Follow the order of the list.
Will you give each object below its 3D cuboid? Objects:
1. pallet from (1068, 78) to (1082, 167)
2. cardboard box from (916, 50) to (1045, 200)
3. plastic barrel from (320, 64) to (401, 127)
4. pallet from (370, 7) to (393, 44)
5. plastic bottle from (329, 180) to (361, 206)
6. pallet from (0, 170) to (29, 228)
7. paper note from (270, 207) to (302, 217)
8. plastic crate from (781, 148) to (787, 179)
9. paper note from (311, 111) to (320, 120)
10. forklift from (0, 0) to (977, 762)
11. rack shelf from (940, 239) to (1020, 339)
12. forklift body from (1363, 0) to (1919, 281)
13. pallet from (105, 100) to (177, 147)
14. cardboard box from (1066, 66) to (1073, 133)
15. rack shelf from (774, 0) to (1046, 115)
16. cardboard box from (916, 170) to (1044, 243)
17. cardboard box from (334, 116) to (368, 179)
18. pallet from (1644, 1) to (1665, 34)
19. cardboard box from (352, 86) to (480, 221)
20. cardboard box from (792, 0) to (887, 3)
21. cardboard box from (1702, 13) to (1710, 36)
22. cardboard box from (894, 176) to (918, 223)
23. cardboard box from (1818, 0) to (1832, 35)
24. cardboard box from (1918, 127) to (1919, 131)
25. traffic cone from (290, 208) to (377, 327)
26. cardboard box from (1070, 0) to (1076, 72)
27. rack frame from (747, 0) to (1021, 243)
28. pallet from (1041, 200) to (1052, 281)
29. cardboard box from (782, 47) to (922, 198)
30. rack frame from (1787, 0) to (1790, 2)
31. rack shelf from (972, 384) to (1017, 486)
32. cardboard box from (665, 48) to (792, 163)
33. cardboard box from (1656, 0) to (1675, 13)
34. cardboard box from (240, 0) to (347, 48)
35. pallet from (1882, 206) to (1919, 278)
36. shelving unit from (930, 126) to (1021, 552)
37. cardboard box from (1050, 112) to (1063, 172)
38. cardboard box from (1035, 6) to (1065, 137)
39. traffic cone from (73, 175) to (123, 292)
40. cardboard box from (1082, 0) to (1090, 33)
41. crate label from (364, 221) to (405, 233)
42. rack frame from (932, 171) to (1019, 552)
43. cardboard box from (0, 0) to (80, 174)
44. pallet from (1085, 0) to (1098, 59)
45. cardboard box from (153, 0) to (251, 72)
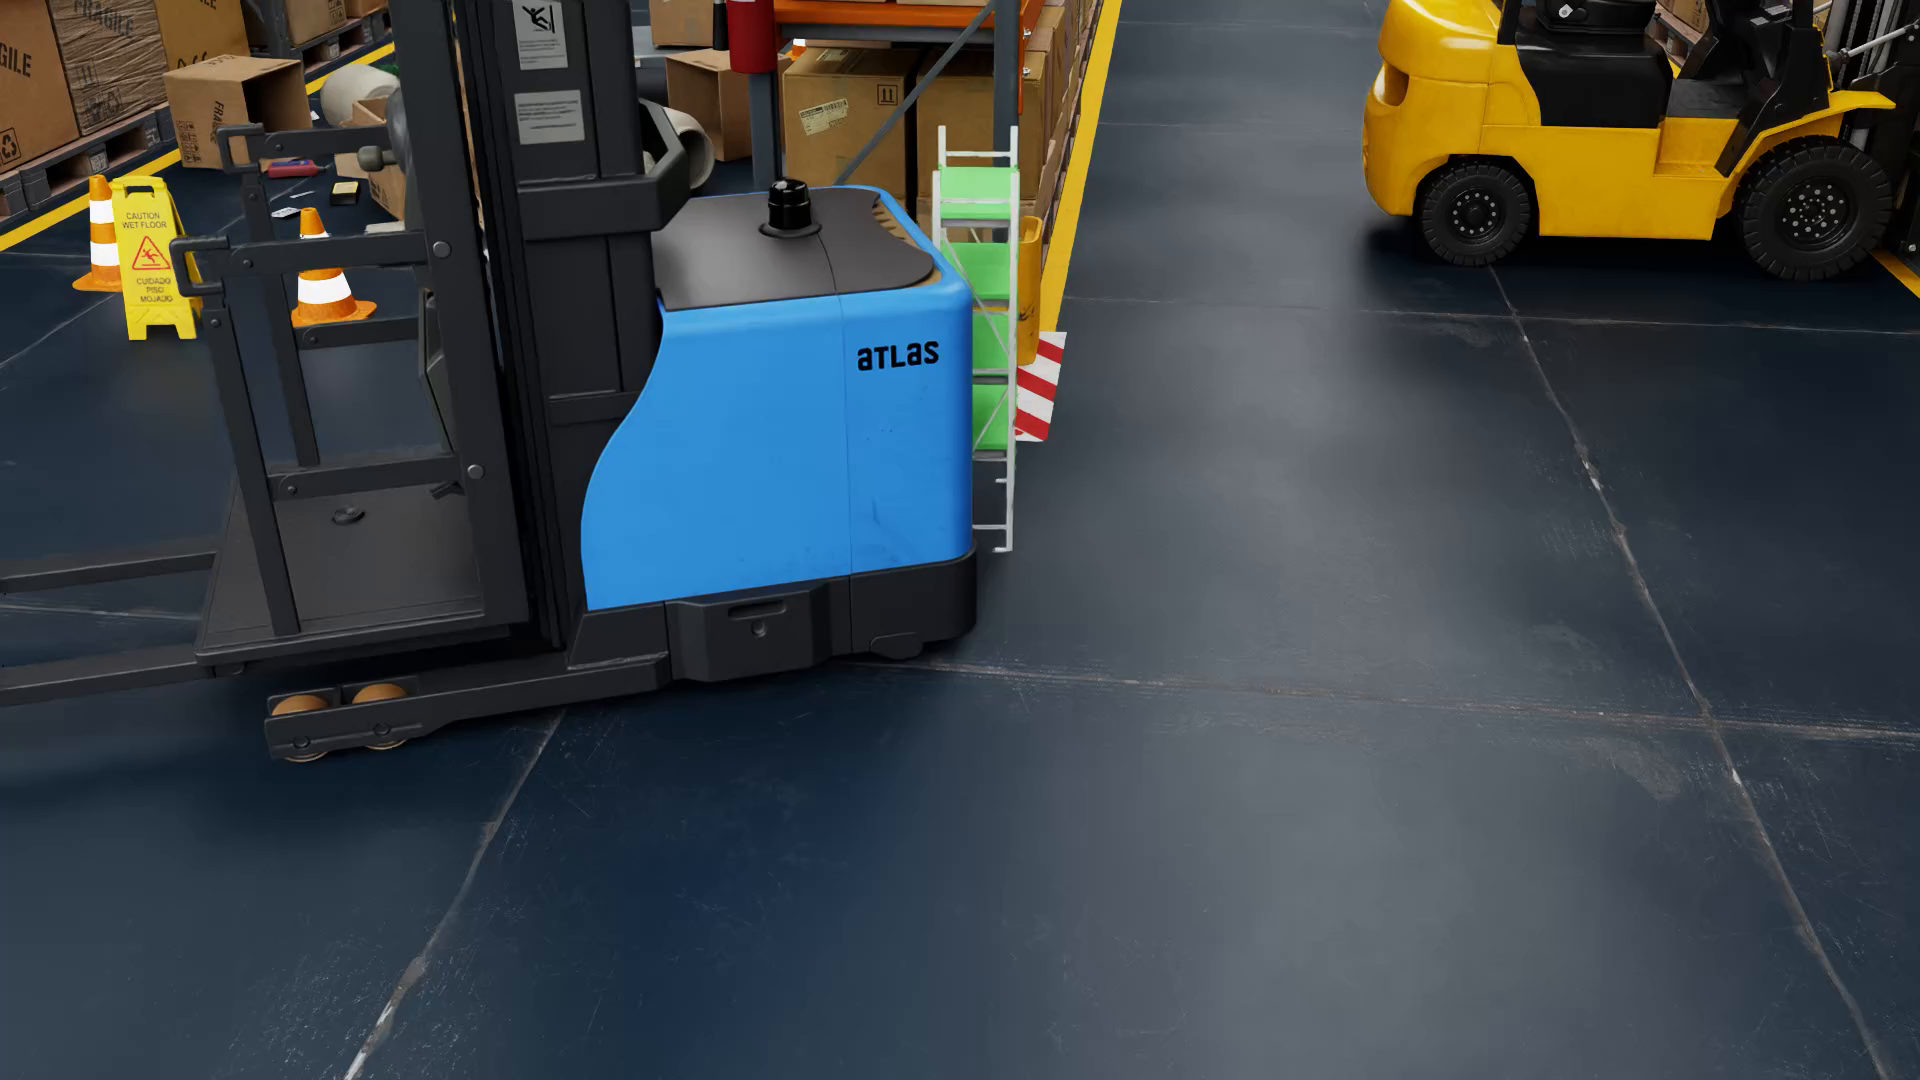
[{"bbox_3d":[0.161,-2.414,9.508,1.003,0.211,1.213,3,28,6],"label":"pallet"},{"bbox_3d":[0.094,-1.756,7.013,0.500,0.500,0.500,2,28,4],"label":"cardboard box"},{"bbox_3d":[-3.333,-2.443,9.338,0.421,0.421,0.512,-24,36,-37],"label":"plastic barrel"},{"bbox_3d":[-4.550,-3.916,12.296,1.003,0.211,1.213,3,28,6],"label":"pallet"},{"bbox_3d":[-3.135,-1.779,8.487,0.133,0.061,0.283,-6,29,-11],"label":"plastic bottle"},{"bbox_3d":[-5.187,-1.470,7.757,1.003,0.211,1.213,3,28,6],"label":"pallet"},{"bbox_3d":[-3.335,-1.629,8.243,0.144,0.017,0.142,14,31,24],"label":"paper note"},{"bbox_3d":[-0.798,-1.983,8.847,0.402,0.080,0.583,-6,29,-11],"label":"plastic crate"},{"bbox_3d":[-3.901,-2.524,9.902,0.147,0.020,0.142,-17,33,-29],"label":"paper note"},{"bbox_3d":[-1.528,-1.008,4.030,3.031,2.935,1.130,-8,29,-14],"label":"forklift"},{"bbox_3d":[0.049,-0.766,5.036,0.258,0.148,0.480,1,28,1],"label":"rack shelf"},{"bbox_3d":[3.067,-2.415,7.465,2.313,2.155,1.214,3,28,6],"label":"forklift body"},{"bbox_3d":[-4.888,-2.619,9.889,1.003,0.211,1.213,3,28,6],"label":"pallet"},{"bbox_3d":[0.347,-2.389,8.978,0.500,0.250,0.500,3,28,5],"label":"cardboard box"},{"bbox_3d":[-0.037,-2.702,7.861,1.077,0.370,4.000,3,28,6],"label":"rack shelf"},{"bbox_3d":[0.091,-1.415,7.170,0.500,0.250,0.500,3,28,6],"label":"cardboard box"},{"bbox_3d":[-3.100,-2.080,8.831,0.396,0.266,0.258,8,29,15],"label":"cardboard box"},{"bbox_3d":[5.485,-3.943,12.347,1.003,0.211,1.213,3,28,6],"label":"pallet"},{"bbox_3d":[-2.579,-1.952,8.342,0.797,0.503,0.637,-17,33,-29],"label":"cardboard box"},{"bbox_3d":[-0.448,-2.155,6.352,0.380,0.149,0.250,4,29,8],"label":"cardboard box"},{"bbox_3d":[5.290,-3.424,10.503,0.875,0.625,0.625,3,28,6],"label":"cardboard box"},{"bbox_3d":[-0.447,-1.459,7.251,0.500,0.250,0.500,3,28,6],"label":"cardboard box"},{"bbox_3d":[4.692,-2.638,8.386,0.500,0.250,0.500,3,28,6],"label":"cardboard box"},{"bbox_3d":[4.509,-1.712,7.194,0.500,0.250,0.500,3,28,5],"label":"cardboard box"},{"bbox_3d":[-2.653,-1.142,6.882,0.336,0.463,0.334,3,28,6],"label":"traffic cone"},{"bbox_3d":[0.342,-2.731,8.822,0.500,0.500,0.500,4,29,7],"label":"cardboard box"},{"bbox_3d":[-0.282,-2.077,5.943,1.000,3.000,0.127,3,28,6],"label":"rack frame"},{"bbox_3d":[-0.138,-1.265,7.376,1.003,0.211,1.213,3,28,6],"label":"pallet"},{"bbox_3d":[-0.443,-1.774,7.045,0.500,0.500,0.500,4,29,7],"label":"cardboard box"},{"bbox_3d":[5.135,-3.673,8.905,1.000,3.000,0.127,3,28,6],"label":"rack frame"},{"bbox_3d":[0.049,-0.344,5.264,0.258,0.148,0.480,1,28,1],"label":"rack shelf"},{"bbox_3d":[-1.273,-2.435,9.240,0.500,0.500,0.500,-24,36,-37],"label":"cardboard box"},{"bbox_3d":[5.463,-4.095,11.749,0.875,0.625,0.625,4,29,8],"label":"cardboard box"},{"bbox_3d":[-4.730,-3.692,10.869,1.050,0.750,0.750,3,28,6],"label":"cardboard box"},{"bbox_3d":[4.849,-1.498,7.807,1.003,0.211,1.213,3,28,6],"label":"pallet"},{"bbox_3d":[0.049,-0.611,5.120,0.258,1.200,0.503,1,28,1],"label":"shelving unit"},{"bbox_3d":[0.216,-1.912,8.093,0.500,0.250,0.500,5,29,10],"label":"cardboard box"},{"bbox_3d":[0.223,-2.238,7.908,0.500,0.500,0.500,4,29,7],"label":"cardboard box"},{"bbox_3d":[-3.733,-1.368,7.301,0.336,0.463,0.334,3,28,6],"label":"traffic cone"},{"bbox_3d":[0.355,-3.573,11.048,0.950,0.372,0.625,5,29,9],"label":"cardboard box"},{"bbox_3d":[-2.618,-1.372,7.653,0.250,0.136,0.298,-11,30,-20],"label":"crate label"},{"bbox_3d":[0.044,-0.496,4.905,0.240,1.200,0.015,1,28,1],"label":"rack frame"},{"bbox_3d":[-5.084,-2.304,8.161,0.875,0.875,0.875,3,28,5],"label":"cardboard box"},{"bbox_3d":[0.449,-3.675,11.848,1.003,0.211,1.213,3,28,6],"label":"pallet"},{"bbox_3d":[-4.863,-3.157,9.746,0.875,0.875,0.875,4,29,7],"label":"cardboard box"}]
